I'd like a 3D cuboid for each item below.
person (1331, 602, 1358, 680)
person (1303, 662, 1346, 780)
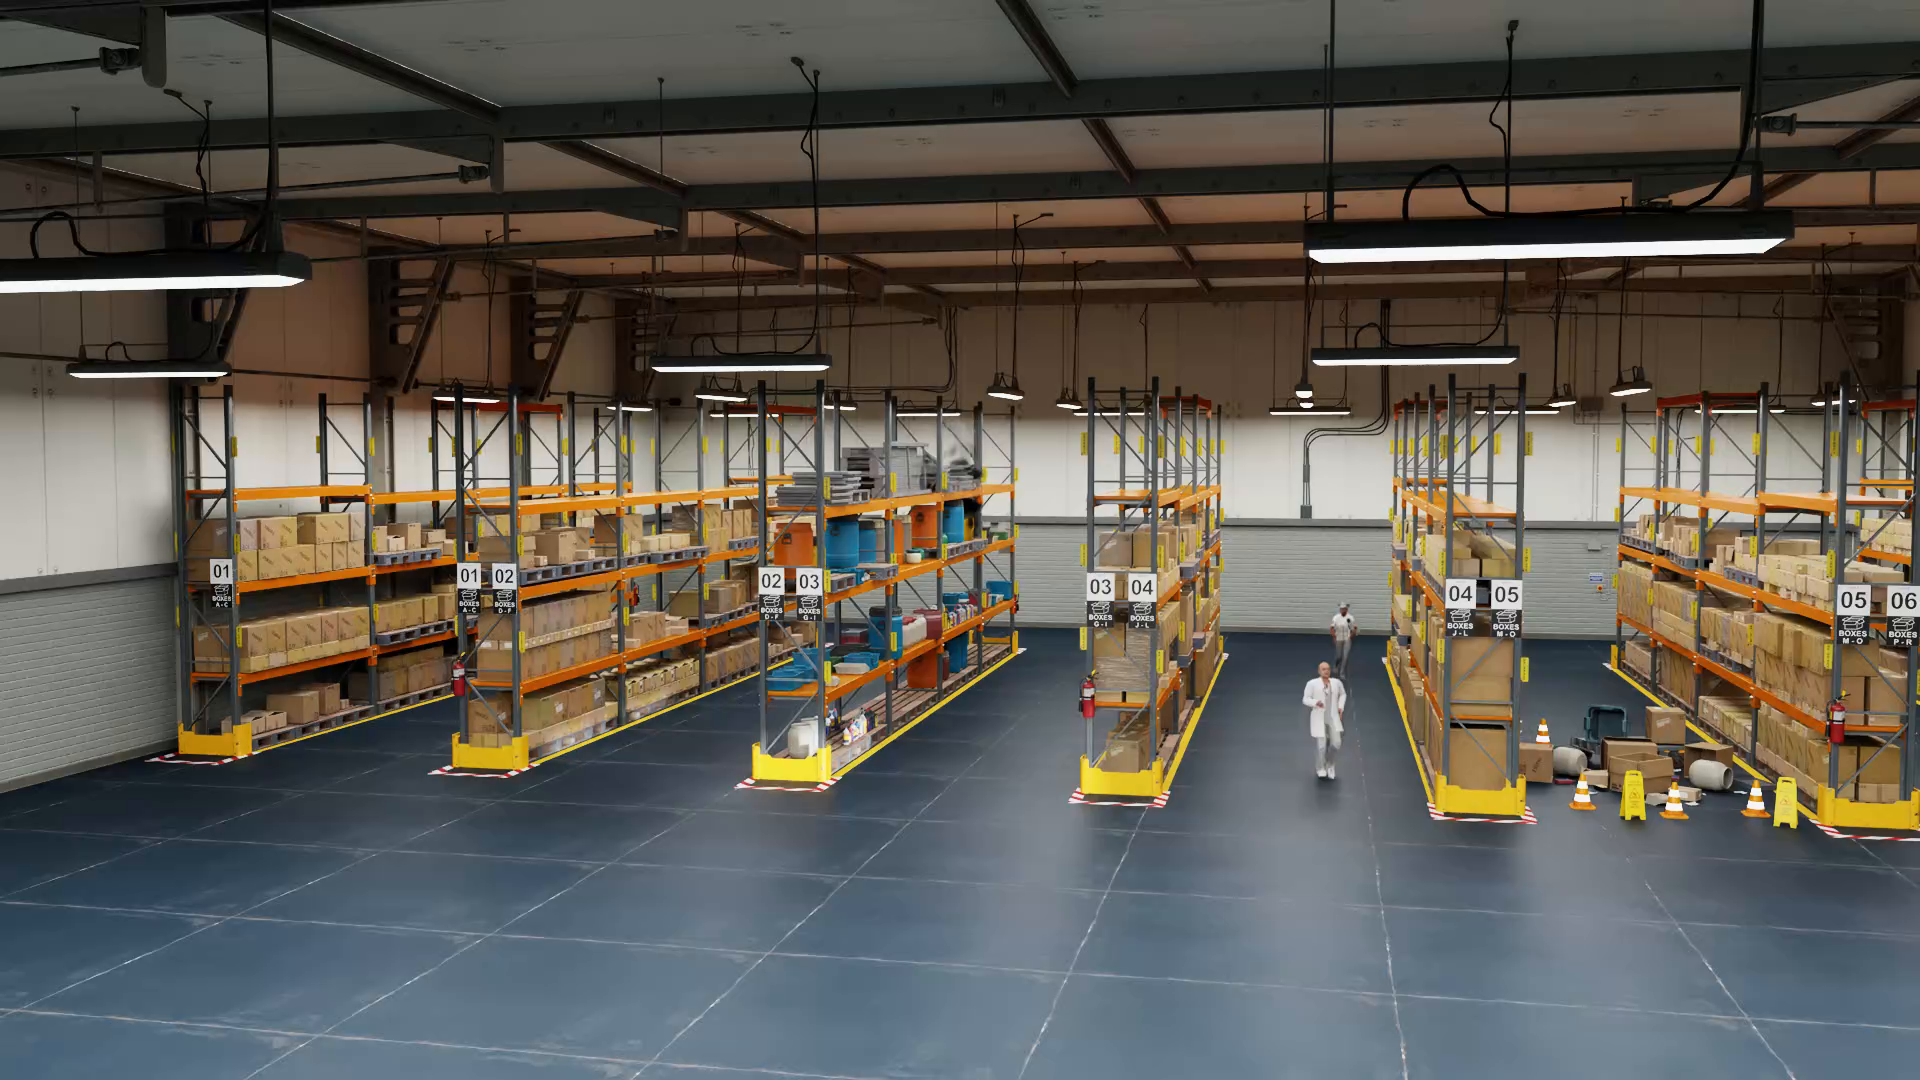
[{"bbox_3d":[8.298,2.170,35.926,0.571,1.673,0.595,1,3,11],"label":"person"},{"bbox_3d":[5.507,2.728,24.974,0.689,1.772,0.685,0,3,0],"label":"person"}]
